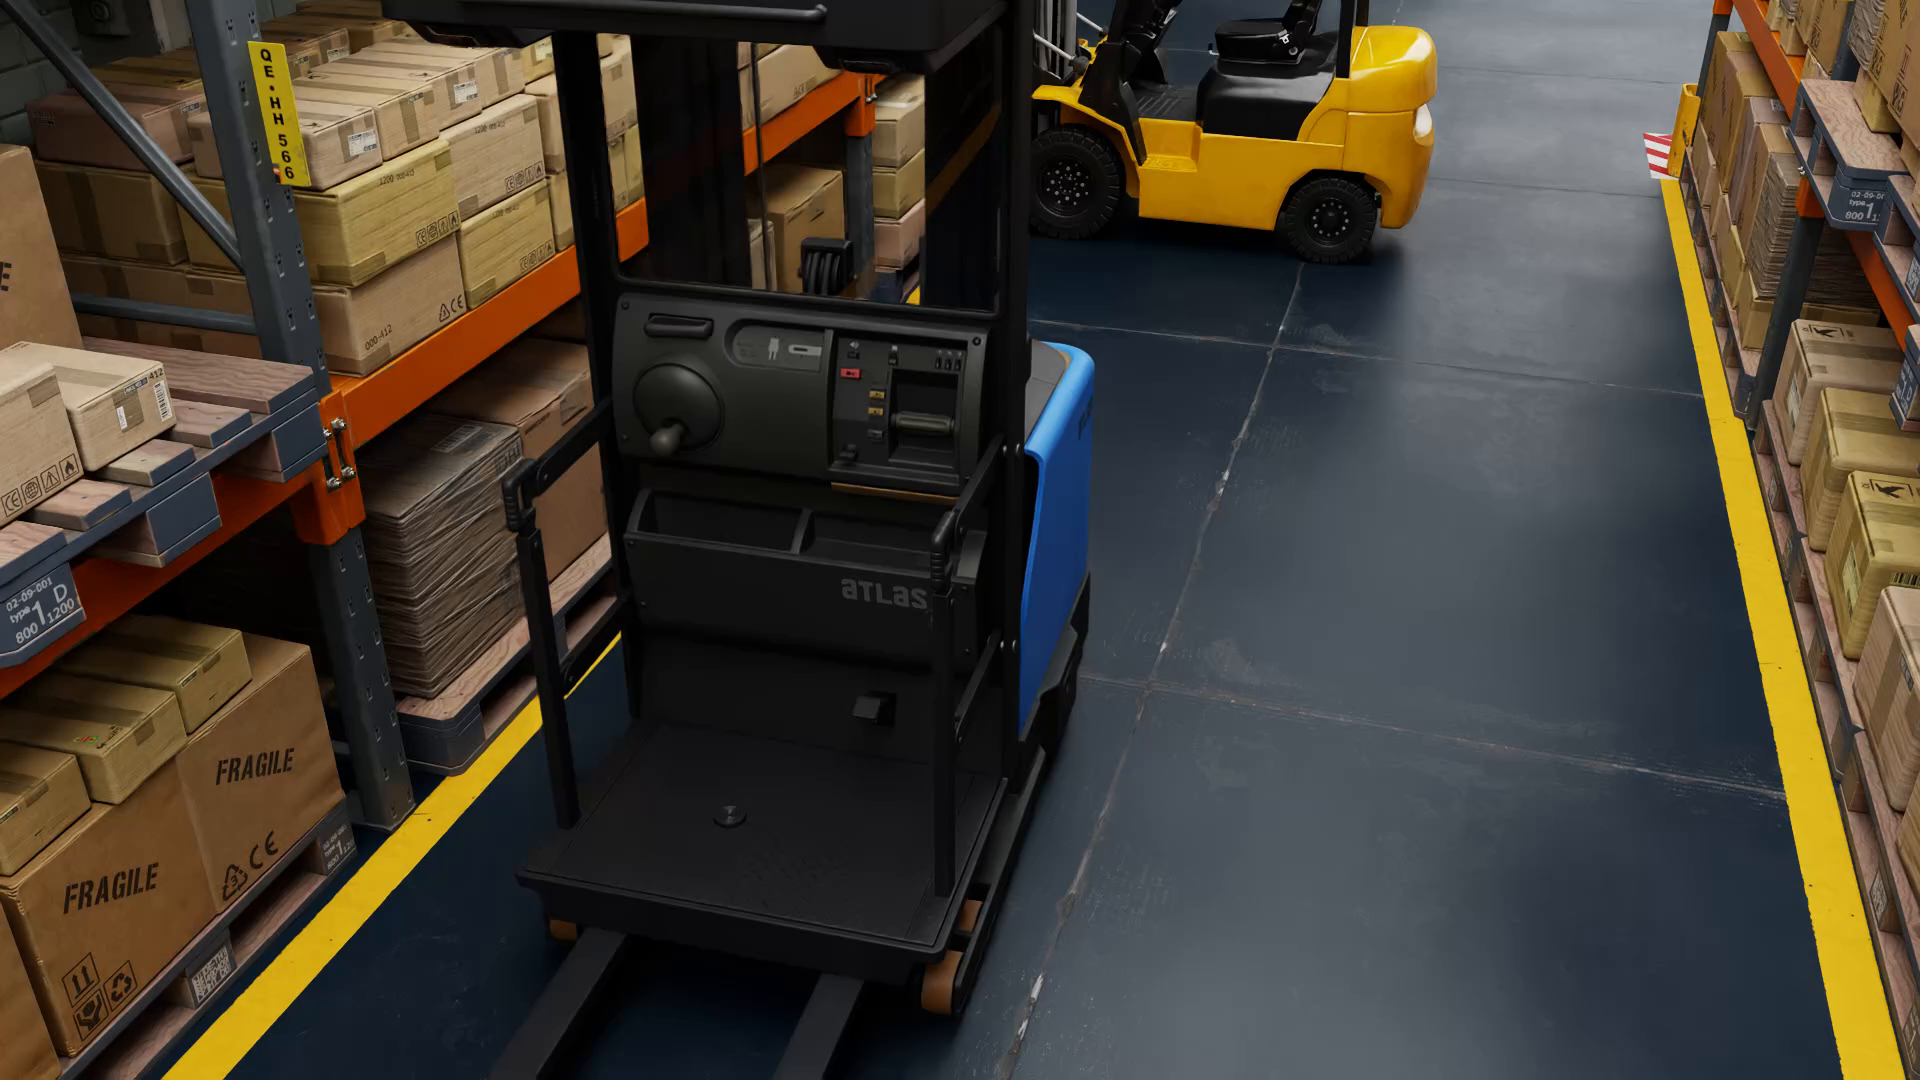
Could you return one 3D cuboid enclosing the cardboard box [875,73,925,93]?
[{"bbox_3d":[-0.302,-2.266,8.605,0.500,0.250,0.500,9,30,15],"label":"cardboard box"}]

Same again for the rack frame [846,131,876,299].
[{"bbox_3d":[-0.904,-2.431,7.534,1.000,3.000,0.127,8,30,15],"label":"rack frame"}]

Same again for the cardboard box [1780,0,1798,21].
[{"bbox_3d":[4.027,-2.622,7.469,0.500,0.500,0.500,9,30,16],"label":"cardboard box"}]

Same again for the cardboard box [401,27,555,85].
[{"bbox_3d":[-1.465,-1.497,5.085,0.380,0.149,0.250,9,30,15],"label":"cardboard box"}]

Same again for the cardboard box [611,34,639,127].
[{"bbox_3d":[-1.270,-1.610,5.699,0.500,0.250,0.500,9,30,16],"label":"cardboard box"}]

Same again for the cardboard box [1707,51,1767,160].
[{"bbox_3d":[4.359,-2.303,8.929,0.500,0.500,0.500,7,30,13],"label":"cardboard box"}]

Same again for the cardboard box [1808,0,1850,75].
[{"bbox_3d":[3.735,-2.140,6.602,0.500,0.500,0.500,8,30,14],"label":"cardboard box"}]

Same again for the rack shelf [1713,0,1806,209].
[{"bbox_3d":[4.429,-2.339,8.110,1.077,0.370,4.000,8,30,15],"label":"rack shelf"}]

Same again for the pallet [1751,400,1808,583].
[{"bbox_3d":[3.615,-0.144,6.291,1.003,0.211,1.213,8,30,15],"label":"pallet"}]

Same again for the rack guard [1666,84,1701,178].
[{"bbox_3d":[4.994,-2.455,10.150,1.175,0.500,0.348,8,30,15],"label":"rack guard"}]

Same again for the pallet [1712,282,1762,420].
[{"bbox_3d":[4.005,-0.823,7.512,1.003,0.211,1.213,8,30,15],"label":"pallet"}]

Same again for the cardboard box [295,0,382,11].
[{"bbox_3d":[-1.922,-1.691,5.433,0.380,0.149,0.250,8,30,14],"label":"cardboard box"}]

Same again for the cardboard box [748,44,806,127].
[{"bbox_3d":[-0.944,-1.859,6.661,0.500,0.250,0.500,8,30,15],"label":"cardboard box"}]

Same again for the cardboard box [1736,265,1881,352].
[{"bbox_3d":[3.759,-1.019,7.393,0.500,0.250,0.500,10,31,17],"label":"cardboard box"}]

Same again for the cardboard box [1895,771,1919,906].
[{"bbox_3d":[2.843,0.838,3.928,0.950,0.372,0.625,6,30,11],"label":"cardboard box"}]

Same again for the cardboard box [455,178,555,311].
[{"bbox_3d":[-1.562,-0.911,4.956,0.500,0.250,0.500,8,30,14],"label":"cardboard box"}]

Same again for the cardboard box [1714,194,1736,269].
[{"bbox_3d":[4.059,-1.504,8.264,0.500,0.250,0.500,9,30,16],"label":"cardboard box"}]

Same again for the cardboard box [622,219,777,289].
[{"bbox_3d":[-1.282,-0.973,6.924,0.875,0.625,0.625,8,30,14],"label":"cardboard box"}]

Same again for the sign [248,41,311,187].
[{"bbox_3d":[-1.557,-0.970,3.799,0.100,0.325,0.005,8,30,15],"label":"sign"}]

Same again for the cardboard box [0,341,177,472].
[{"bbox_3d":[-1.904,-0.286,3.504,0.380,0.149,0.250,9,30,16],"label":"cardboard box"}]

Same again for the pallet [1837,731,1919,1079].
[{"bbox_3d":[2.899,0.990,4.253,1.003,0.211,1.213,8,30,15],"label":"pallet"}]

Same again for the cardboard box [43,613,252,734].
[{"bbox_3d":[-1.981,0.319,4.063,0.380,0.149,0.250,7,30,12],"label":"cardboard box"}]

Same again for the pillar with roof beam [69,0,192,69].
[{"bbox_3d":[1.558,-3.314,2.950,9.100,9.000,0.400,8,30,15],"label":"pillar with roof beam"}]

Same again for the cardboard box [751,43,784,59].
[{"bbox_3d":[-0.948,-2.079,6.542,0.500,0.250,0.500,8,30,14],"label":"cardboard box"}]

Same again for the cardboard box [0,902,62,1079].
[{"bbox_3d":[-2.305,1.039,3.436,0.500,0.500,0.500,10,31,17],"label":"cardboard box"}]

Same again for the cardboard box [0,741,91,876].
[{"bbox_3d":[-2.151,0.567,3.618,0.380,0.149,0.250,7,30,13],"label":"cardboard box"}]

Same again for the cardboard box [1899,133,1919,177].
[{"bbox_3d":[3.170,-1.215,5.175,0.380,0.149,0.250,9,30,16],"label":"cardboard box"}]

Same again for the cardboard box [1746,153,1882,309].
[{"bbox_3d":[3.759,-1.347,7.211,0.500,0.500,0.500,8,30,14],"label":"cardboard box"}]

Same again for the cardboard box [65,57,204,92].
[{"bbox_3d":[-2.206,-1.217,4.581,0.380,0.149,0.250,9,30,16],"label":"cardboard box"}]

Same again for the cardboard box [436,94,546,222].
[{"bbox_3d":[-1.566,-1.129,4.833,0.500,0.250,0.500,9,30,16],"label":"cardboard box"}]

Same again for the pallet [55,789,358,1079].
[{"bbox_3d":[-2.333,0.988,4.256,1.003,0.211,1.213,8,30,15],"label":"pallet"}]

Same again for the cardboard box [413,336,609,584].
[{"bbox_3d":[-1.698,-0.310,5.733,0.875,0.625,0.625,9,30,17],"label":"cardboard box"}]

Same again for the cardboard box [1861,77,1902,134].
[{"bbox_3d":[3.296,-1.471,5.636,0.380,0.149,0.250,9,30,16],"label":"cardboard box"}]

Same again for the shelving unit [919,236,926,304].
[{"bbox_3d":[0.004,-0.531,5.970,0.258,1.200,0.189,8,30,15],"label":"shelving unit"}]

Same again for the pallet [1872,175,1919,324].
[{"bbox_3d":[3.210,-0.707,4.633,1.003,0.211,1.213,8,30,15],"label":"pallet"}]

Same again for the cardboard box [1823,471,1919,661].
[{"bbox_3d":[3.280,0.143,5.179,0.950,0.372,0.625,10,30,17],"label":"cardboard box"}]

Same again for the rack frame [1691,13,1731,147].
[{"bbox_3d":[5.016,-3.583,9.605,1.000,3.000,0.127,8,30,15],"label":"rack frame"}]

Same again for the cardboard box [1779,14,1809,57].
[{"bbox_3d":[3.940,-2.280,7.521,0.380,0.149,0.250,8,30,14],"label":"cardboard box"}]

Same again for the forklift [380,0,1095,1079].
[{"bbox_3d":[-0.446,-0.311,3.794,1.130,2.935,3.031,7,30,13],"label":"forklift"}]

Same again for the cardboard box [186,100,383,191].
[{"bbox_3d":[-1.703,-1.005,4.201,0.380,0.149,0.250,9,30,16],"label":"cardboard box"}]

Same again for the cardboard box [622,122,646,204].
[{"bbox_3d":[-1.264,-1.392,5.821,0.500,0.250,0.500,9,30,16],"label":"cardboard box"}]

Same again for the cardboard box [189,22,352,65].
[{"bbox_3d":[-2.066,-1.452,5.005,0.380,0.149,0.250,8,30,14],"label":"cardboard box"}]

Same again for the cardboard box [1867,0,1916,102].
[{"bbox_3d":[3.284,-1.672,5.328,0.500,0.500,0.500,9,30,15],"label":"cardboard box"}]

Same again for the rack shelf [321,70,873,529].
[{"bbox_3d":[-1.491,-1.187,6.038,1.077,0.370,4.000,8,30,15],"label":"rack shelf"}]

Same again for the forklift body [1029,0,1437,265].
[{"bbox_3d":[1.457,-2.777,9.030,2.313,2.155,1.214,8,30,15],"label":"forklift body"}]

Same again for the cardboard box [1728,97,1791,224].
[{"bbox_3d":[4.055,-1.821,8.063,0.500,0.500,0.500,10,31,18],"label":"cardboard box"}]

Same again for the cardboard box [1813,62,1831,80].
[{"bbox_3d":[3.645,-1.807,6.672,0.380,0.149,0.250,8,30,14],"label":"cardboard box"}]

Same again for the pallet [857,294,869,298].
[{"bbox_3d":[-1.083,-0.864,7.586,1.003,0.211,1.213,8,30,15],"label":"pallet"}]

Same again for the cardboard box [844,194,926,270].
[{"bbox_3d":[-0.446,-1.590,8.420,0.500,0.250,0.500,9,30,15],"label":"cardboard box"}]

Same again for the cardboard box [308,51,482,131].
[{"bbox_3d":[-1.575,-1.252,4.646,0.380,0.149,0.250,9,30,16],"label":"cardboard box"}]

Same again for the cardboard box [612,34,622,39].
[{"bbox_3d":[-1.350,-1.741,5.524,0.380,0.149,0.250,8,30,15],"label":"cardboard box"}]

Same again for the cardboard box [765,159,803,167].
[{"bbox_3d":[-0.957,-1.887,8.438,0.500,0.250,0.500,8,30,14],"label":"cardboard box"}]

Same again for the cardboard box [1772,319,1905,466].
[{"bbox_3d":[3.690,-0.515,6.362,0.950,0.372,0.625,9,30,16],"label":"cardboard box"}]

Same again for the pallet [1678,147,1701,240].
[{"bbox_3d":[4.722,-1.957,9.550,1.003,0.211,1.213,8,30,15],"label":"pallet"}]

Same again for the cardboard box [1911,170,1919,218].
[{"bbox_3d":[2.969,-0.984,4.761,0.380,0.149,0.250,10,31,17],"label":"cardboard box"}]

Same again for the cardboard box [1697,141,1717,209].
[{"bbox_3d":[4.358,-1.993,9.144,0.500,0.250,0.500,10,30,17],"label":"cardboard box"}]

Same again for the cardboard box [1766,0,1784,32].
[{"bbox_3d":[4.085,-2.519,7.952,0.380,0.149,0.250,9,30,15],"label":"cardboard box"}]

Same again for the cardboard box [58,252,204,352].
[{"bbox_3d":[-2.191,-0.752,4.670,0.500,0.250,0.500,8,30,14],"label":"cardboard box"}]

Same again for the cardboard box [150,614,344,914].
[{"bbox_3d":[-1.997,0.564,4.290,0.500,0.500,0.500,9,30,16],"label":"cardboard box"}]
